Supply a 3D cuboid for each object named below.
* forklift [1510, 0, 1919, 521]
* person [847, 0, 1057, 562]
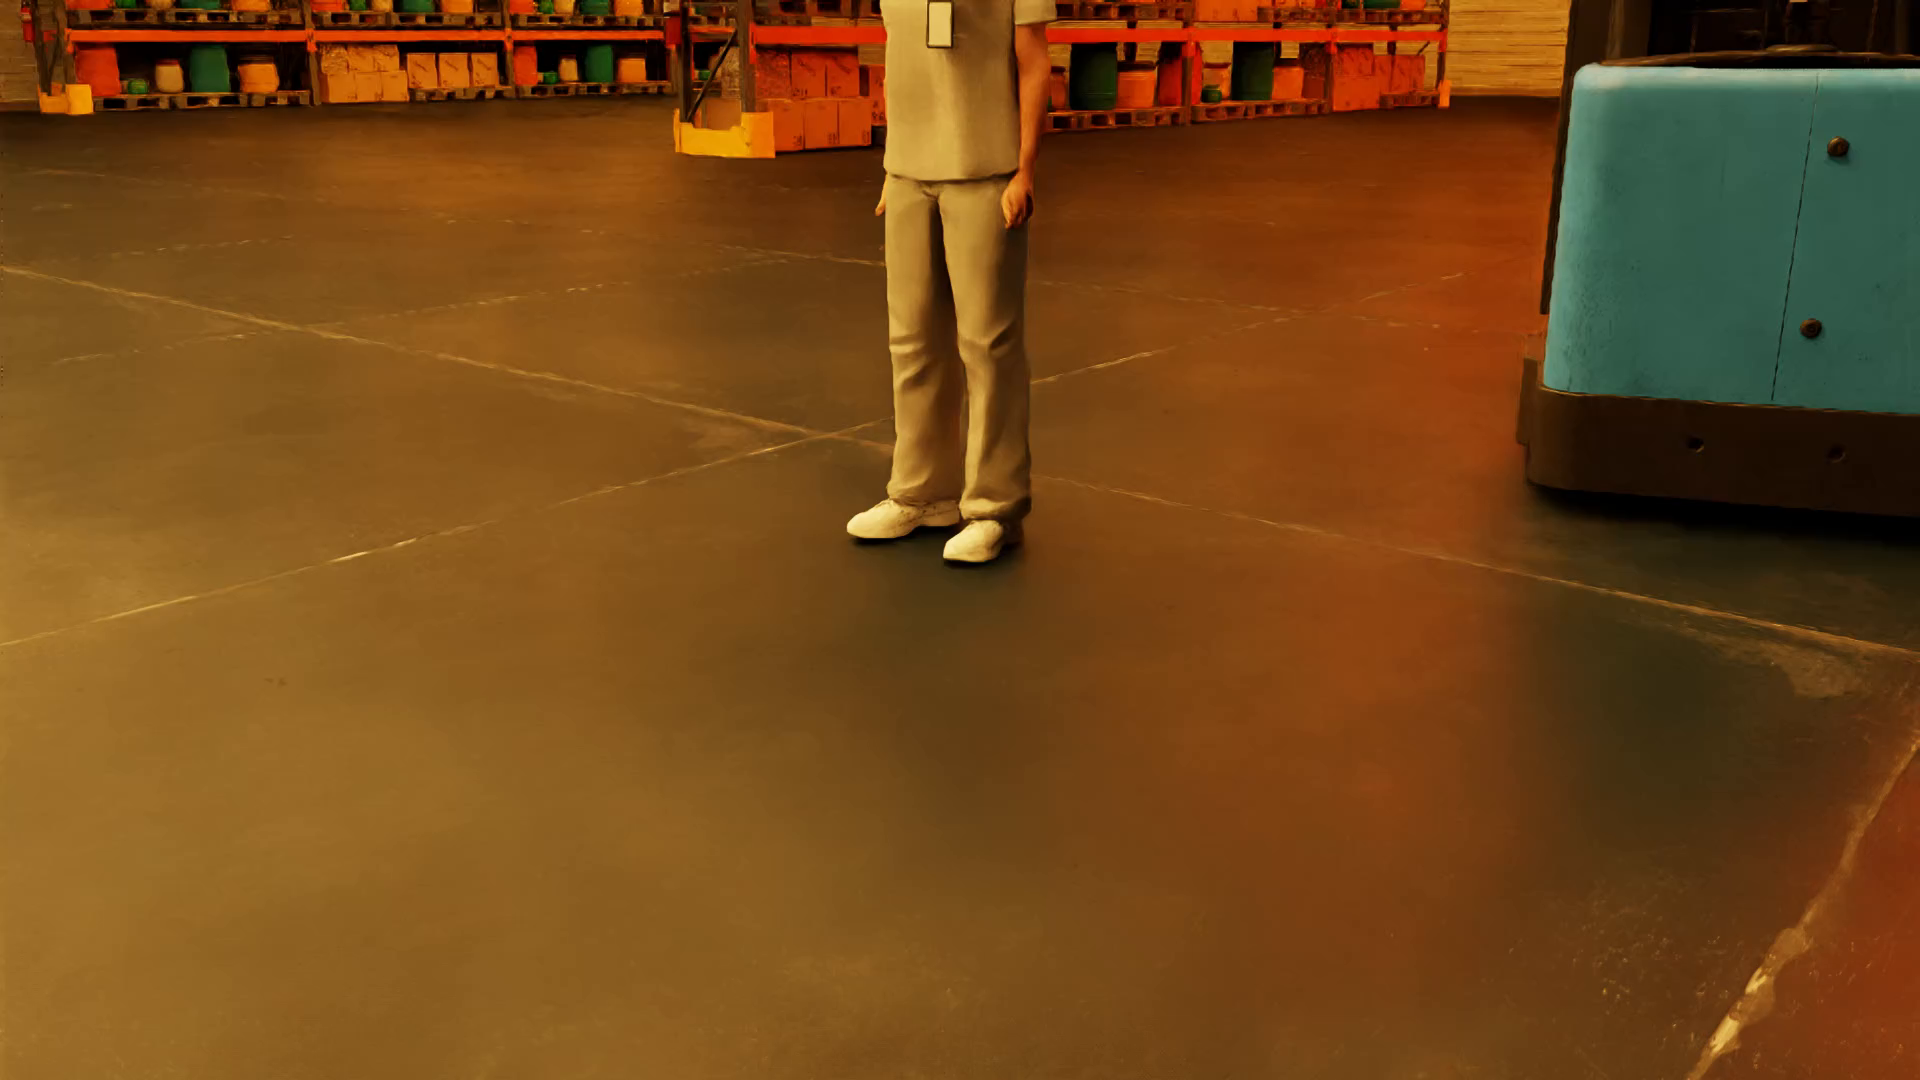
[{"bbox_3d":[2.432,-1.827,4.914,1.130,2.935,3.031,7,18,21],"label":"forklift"},{"bbox_3d":[-0.004,-0.798,3.692,0.431,1.673,0.365,13,21,37],"label":"person"}]
